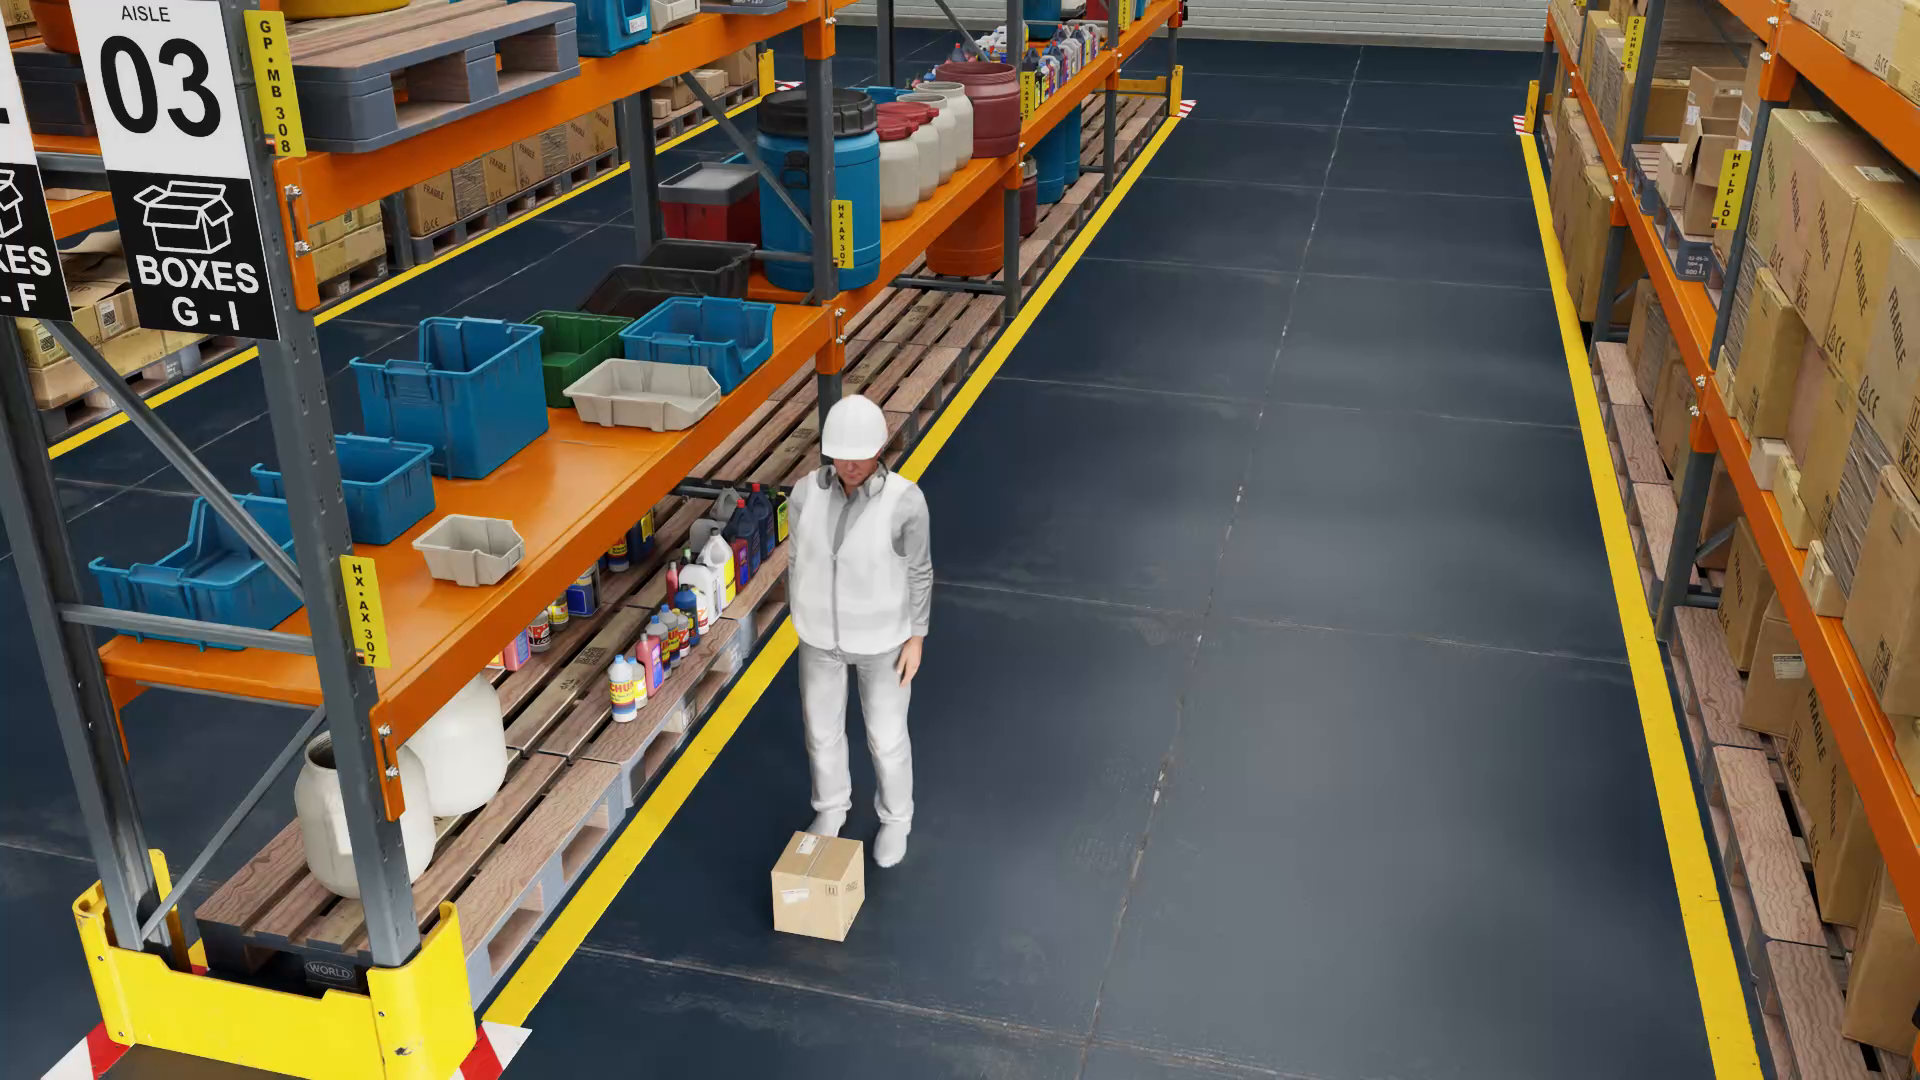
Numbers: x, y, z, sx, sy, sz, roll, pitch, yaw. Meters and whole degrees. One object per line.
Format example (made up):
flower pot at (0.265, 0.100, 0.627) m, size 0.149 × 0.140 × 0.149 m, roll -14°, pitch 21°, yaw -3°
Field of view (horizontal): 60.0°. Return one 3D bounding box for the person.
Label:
person at (-0.356, 0.331, 5.893) m, size 0.533 × 1.773 × 0.359 m, roll 7°, pitch 26°, yaw 14°
